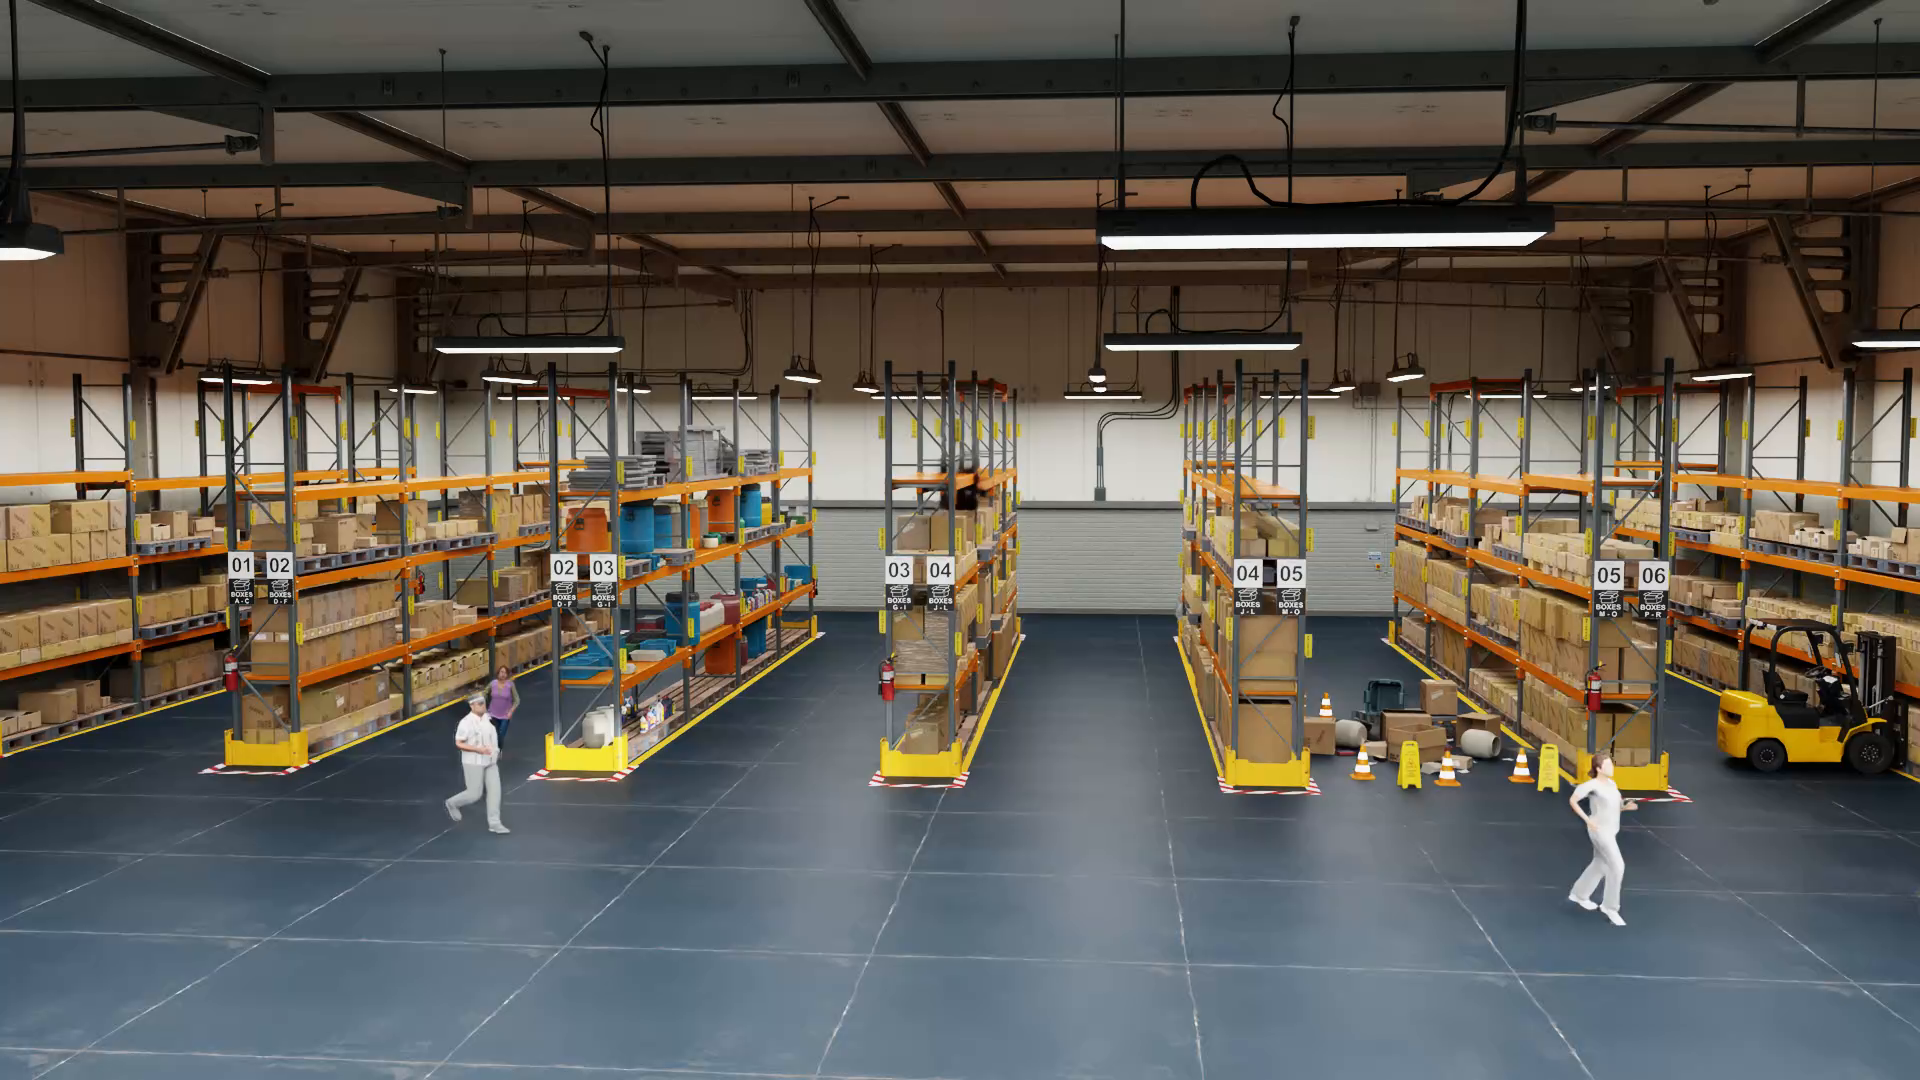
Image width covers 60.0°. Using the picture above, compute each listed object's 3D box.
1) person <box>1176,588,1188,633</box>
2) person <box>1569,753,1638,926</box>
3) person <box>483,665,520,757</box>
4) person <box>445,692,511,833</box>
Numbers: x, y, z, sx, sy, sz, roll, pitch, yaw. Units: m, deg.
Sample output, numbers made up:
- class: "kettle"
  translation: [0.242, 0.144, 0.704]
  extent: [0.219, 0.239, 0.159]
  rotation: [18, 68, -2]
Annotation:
- class: "person"
  translation: [5.545, 1.462, 40.843]
  extent: [0.623, 1.694, 0.721]
  rotation: [2, 4, 24]
- class: "person"
  translation: [6.579, 3.044, 17.049]
  extent: [0.546, 1.723, 0.712]
  rotation: [-3, 5, -42]
- class: "person"
  translation: [-6.827, 2.624, 24.633]
  extent: [0.587, 1.528, 0.570]
  rotation: [-1, 4, -8]
- class: "person"
  translation: [-5.973, 2.751, 20.670]
  extent: [0.945, 1.754, 0.665]
  rotation: [2, 4, 28]
